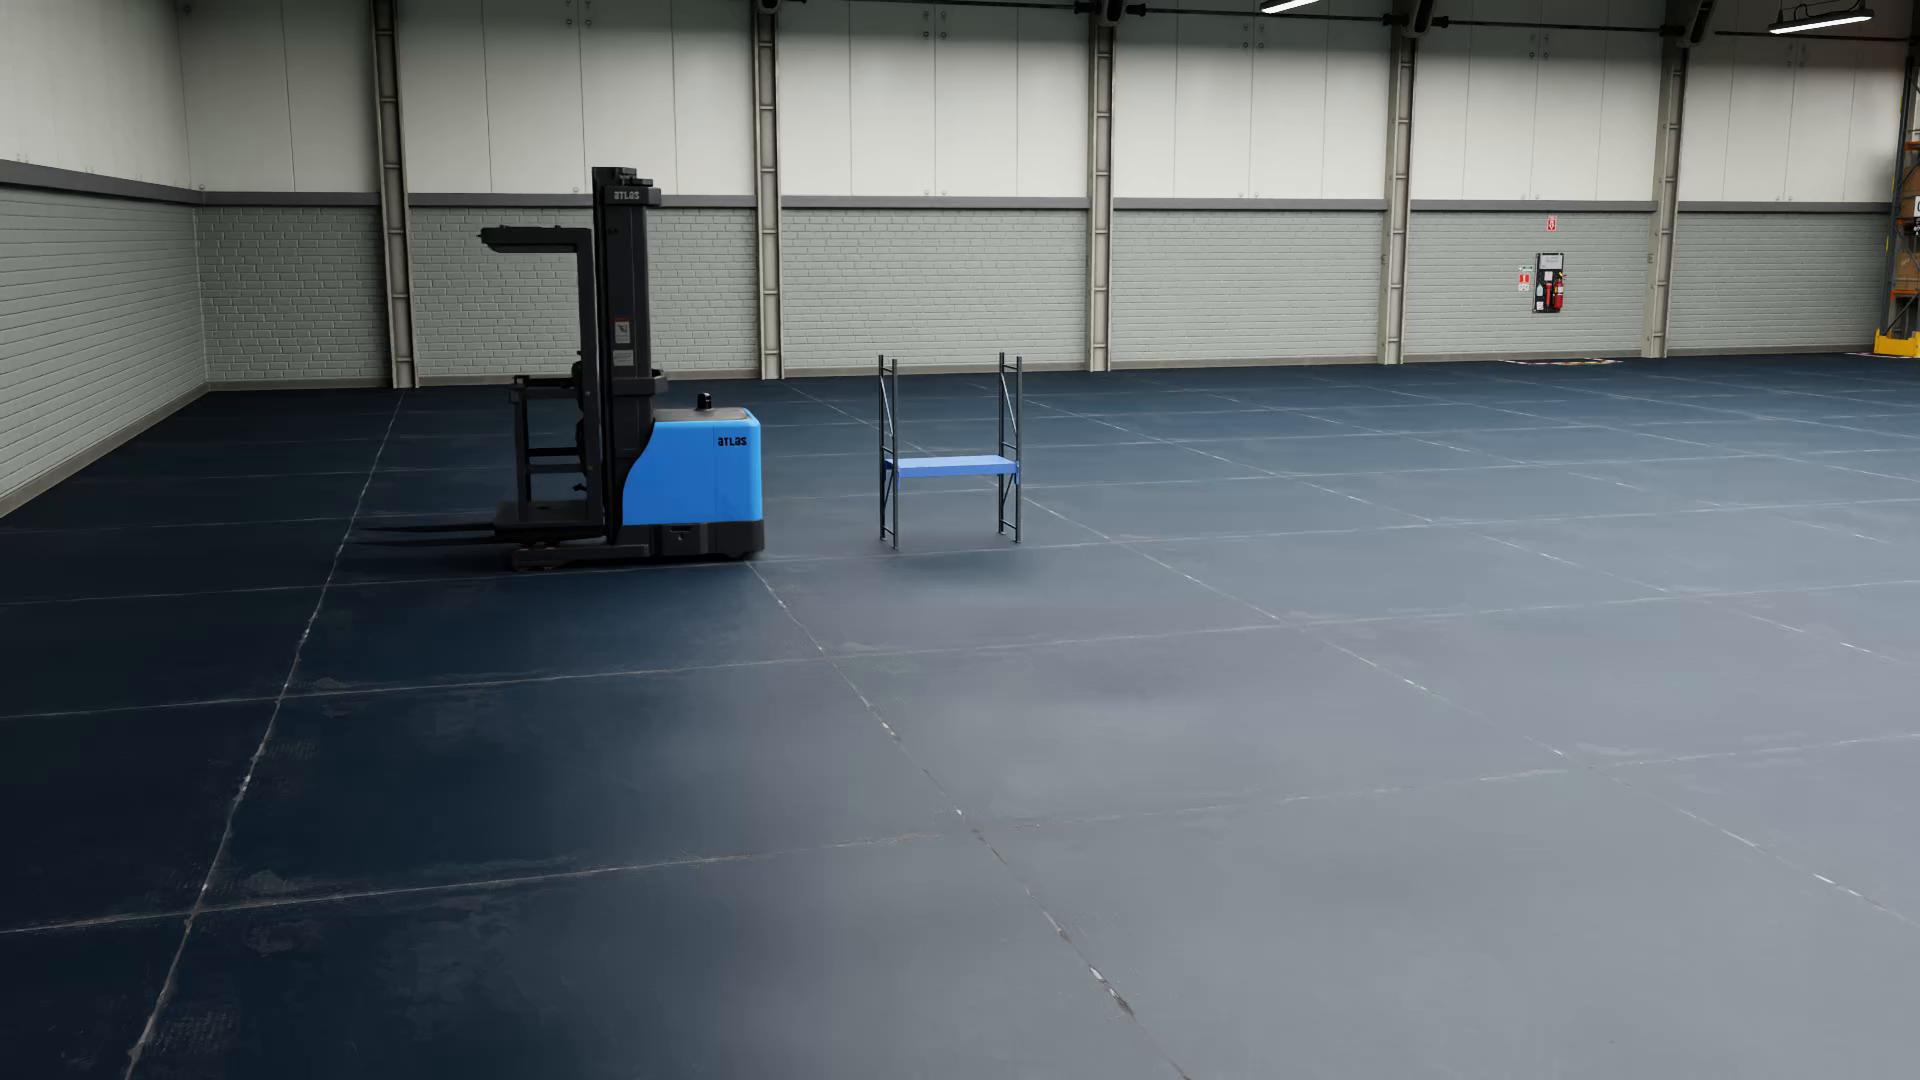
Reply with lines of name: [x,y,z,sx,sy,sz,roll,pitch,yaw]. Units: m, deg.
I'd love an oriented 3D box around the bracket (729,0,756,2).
bracket: [-3.551,-8.905,27.120,0.430,0.232,0.235,-3,11,-16]

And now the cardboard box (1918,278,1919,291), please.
cardboard box: [19.918,-5.201,33.872,0.500,0.250,0.500,-3,11,-18]

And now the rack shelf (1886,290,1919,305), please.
rack shelf: [21.281,-5.043,34.641,4.000,0.370,1.077,-3,11,-16]

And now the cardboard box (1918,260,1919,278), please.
cardboard box: [19.903,-5.572,33.818,0.500,0.500,0.500,-3,11,-16]

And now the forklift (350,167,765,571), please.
forklift: [-3.073,-1.318,12.613,3.031,2.935,1.130,-2,11,-12]

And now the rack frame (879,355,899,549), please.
rack frame: [-0.570,-0.708,13.247,0.032,1.500,0.500,-3,11,-16]

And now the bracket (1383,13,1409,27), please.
bracket: [7.970,-9.512,30.418,0.430,0.232,0.235,-3,11,-16]

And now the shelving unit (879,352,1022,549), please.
shelving unit: [-0.082,-0.733,13.387,1.048,1.500,0.538,-3,11,-16]

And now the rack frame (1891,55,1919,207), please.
rack frame: [19.361,-8.246,33.483,0.127,3.000,1.000,-3,11,-16]

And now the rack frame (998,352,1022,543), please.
rack frame: [0.406,-0.759,13.527,0.032,1.500,0.500,-3,11,-16]

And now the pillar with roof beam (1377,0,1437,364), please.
pillar with roof beam: [9.473,-7.076,27.129,0.548,9.000,9.100,-3,11,-16]

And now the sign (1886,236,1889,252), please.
sign: [19.225,-6.118,34.422,0.005,0.325,0.100,-3,11,-16]

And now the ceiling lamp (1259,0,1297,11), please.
ceiling lamp: [4.830,-9.599,24.596,0.800,3.144,2.000,-3,11,-16]

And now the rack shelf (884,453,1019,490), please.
rack shelf: [-0.082,-0.556,13.420,1.000,0.185,0.538,-3,11,-16]

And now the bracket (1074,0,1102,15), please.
bracket: [2.209,-9.208,28.769,0.430,0.232,0.235,-3,11,-16]

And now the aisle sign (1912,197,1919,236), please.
aisle sign: [19.376,-6.518,33.488,0.004,0.787,0.394,-3,11,-16]

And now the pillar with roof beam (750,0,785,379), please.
pillar with roof beam: [-2.049,-6.469,23.830,0.548,9.000,9.100,-3,11,-16]

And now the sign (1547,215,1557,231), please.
sign: [11.611,-6.216,32.625,0.199,0.298,0.001,-3,11,-16]

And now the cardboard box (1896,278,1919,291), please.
cardboard box: [19.756,-5.289,34.350,0.500,0.250,0.500,-3,11,-15]

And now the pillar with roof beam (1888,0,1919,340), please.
pillar with roof beam: [20.995,-7.683,30.427,0.548,9.000,9.100,-3,11,-16]

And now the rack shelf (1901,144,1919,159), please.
rack shelf: [21.281,-7.992,34.098,4.000,0.370,1.077,-3,11,-16]

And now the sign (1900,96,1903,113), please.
sign: [19.225,-8.881,33.914,0.005,0.325,0.100,-3,11,-16]

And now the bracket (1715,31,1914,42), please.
bracket: [17.002,-9.988,33.004,4.783,0.066,0.076,-3,11,-16]

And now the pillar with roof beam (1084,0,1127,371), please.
pillar with roof beam: [3.712,-6.772,25.479,0.548,9.000,9.100,-3,11,-16]

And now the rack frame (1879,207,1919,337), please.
rack frame: [19.361,-5.295,34.026,0.127,3.000,1.000,-3,11,-16]

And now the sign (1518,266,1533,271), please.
sign: [11.094,-5.326,32.630,0.331,0.109,0.001,-3,11,-16]

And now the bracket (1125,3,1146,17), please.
bracket: [3.006,-9.250,28.997,0.430,0.232,0.235,-3,11,-16]

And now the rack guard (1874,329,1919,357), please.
rack guard: [19.434,-4.070,34.273,0.348,0.500,1.175,-3,11,-16]

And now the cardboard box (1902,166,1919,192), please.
cardboard box: [19.702,-7.389,34.019,0.500,0.500,0.500,-3,11,-13]

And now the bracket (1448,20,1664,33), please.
bracket: [11.241,-9.684,31.355,4.783,0.066,0.076,-3,11,-16]

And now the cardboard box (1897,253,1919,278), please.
cardboard box: [19.754,-5.661,34.300,0.500,0.500,0.500,-3,11,-17]

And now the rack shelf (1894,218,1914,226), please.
rack shelf: [21.281,-6.518,34.370,4.000,0.370,1.077,-3,11,-16]

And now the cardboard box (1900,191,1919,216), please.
cardboard box: [19.691,-6.895,34.098,0.500,0.500,0.500,-2,11,-12]

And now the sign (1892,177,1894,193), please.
sign: [19.225,-7.304,34.204,0.005,0.325,0.100,-3,11,-16]

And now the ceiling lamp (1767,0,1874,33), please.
ceiling lamp: [14.000,-10.062,27.225,0.800,3.185,2.000,-3,11,-16]

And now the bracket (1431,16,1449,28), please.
bracket: [8.767,-9.554,30.647,0.430,0.232,0.235,-3,11,-16]

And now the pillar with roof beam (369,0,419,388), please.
pillar with roof beam: [-7.810,-6.165,22.181,0.548,9.000,9.100,-3,11,-16]

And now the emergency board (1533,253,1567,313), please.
emergency board: [11.647,-5.059,32.743,0.643,1.169,0.194,-3,11,-16]

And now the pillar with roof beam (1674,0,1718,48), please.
pillar with roof beam: [15.287,-10.303,28.053,0.548,2.987,8.718,-3,11,-16]
